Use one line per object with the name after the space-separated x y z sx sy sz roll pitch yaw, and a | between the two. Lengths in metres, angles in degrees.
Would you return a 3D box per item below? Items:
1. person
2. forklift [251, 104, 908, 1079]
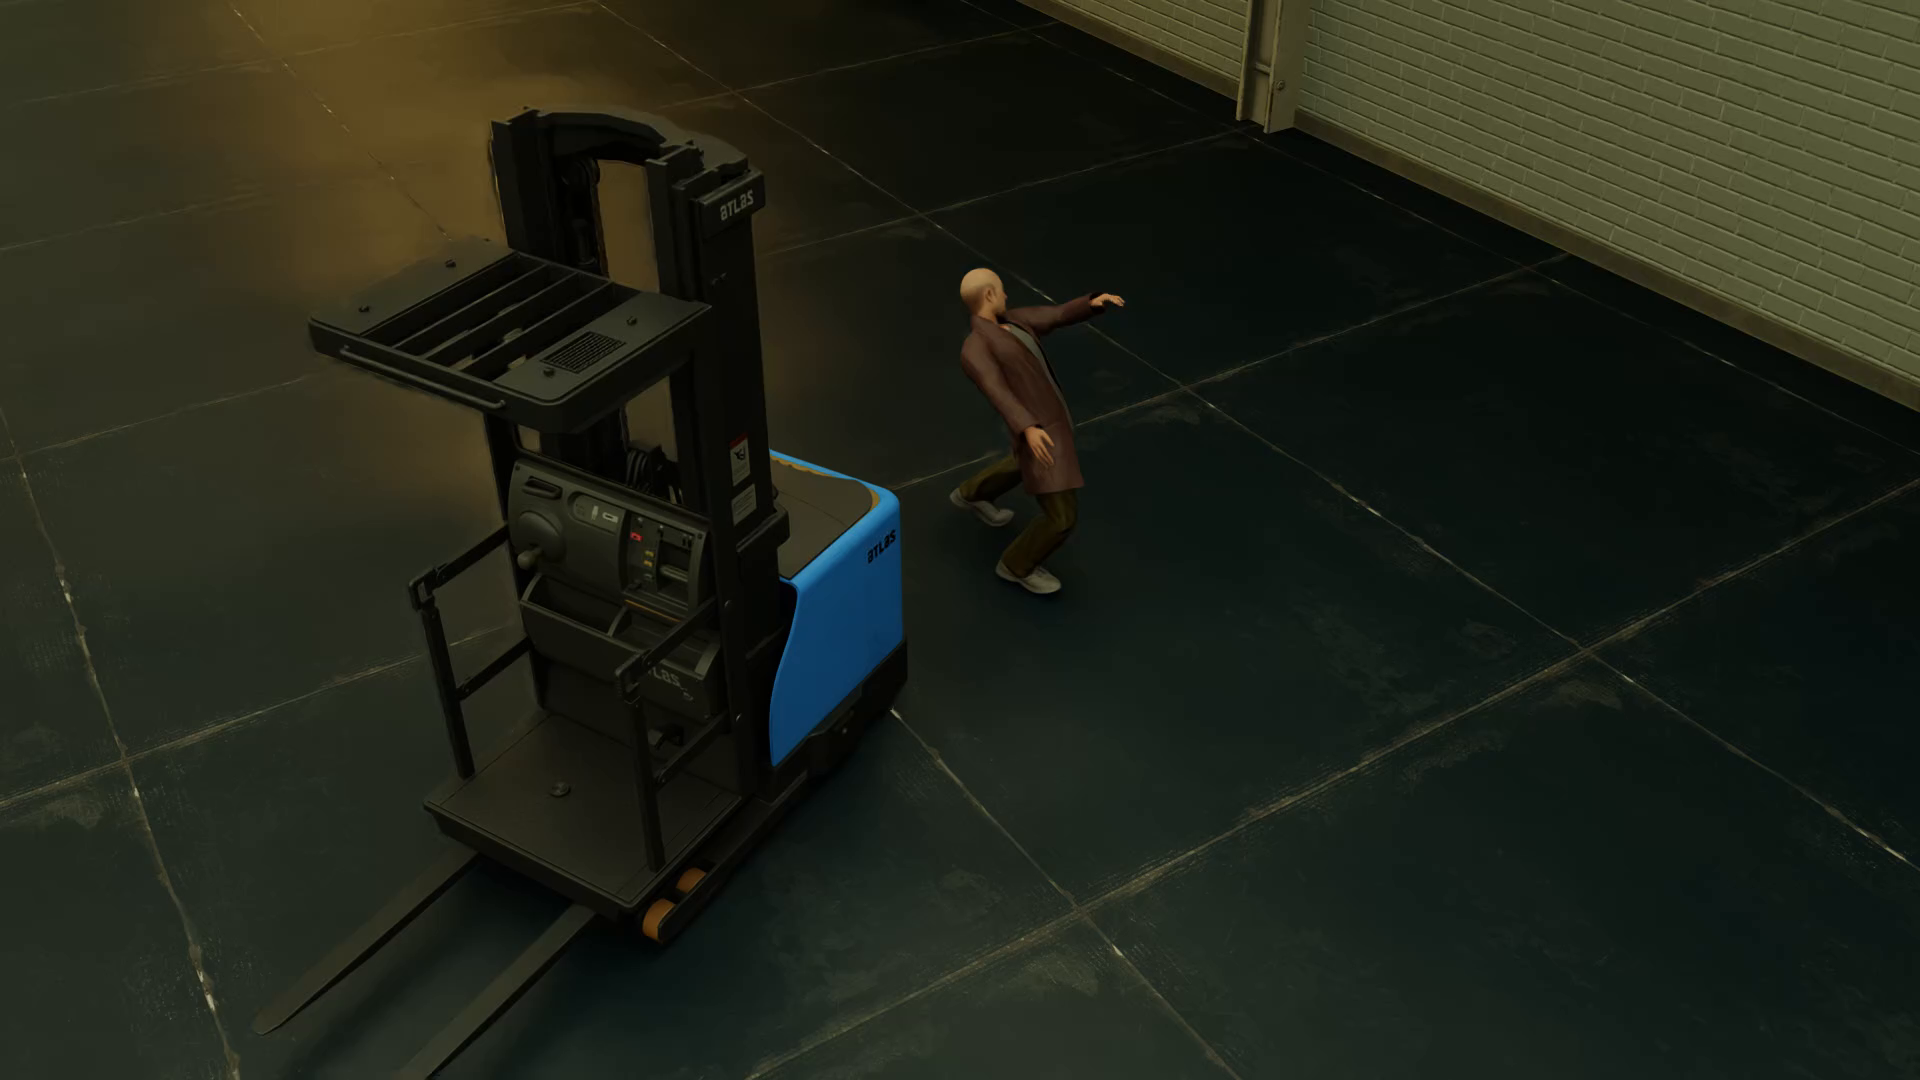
0.339 -0.449 7.983 0.835 1.537 1.065 2 35 2 | person
-1.434 0.059 6.064 1.130 2.935 3.031 19 39 25 | forklift
